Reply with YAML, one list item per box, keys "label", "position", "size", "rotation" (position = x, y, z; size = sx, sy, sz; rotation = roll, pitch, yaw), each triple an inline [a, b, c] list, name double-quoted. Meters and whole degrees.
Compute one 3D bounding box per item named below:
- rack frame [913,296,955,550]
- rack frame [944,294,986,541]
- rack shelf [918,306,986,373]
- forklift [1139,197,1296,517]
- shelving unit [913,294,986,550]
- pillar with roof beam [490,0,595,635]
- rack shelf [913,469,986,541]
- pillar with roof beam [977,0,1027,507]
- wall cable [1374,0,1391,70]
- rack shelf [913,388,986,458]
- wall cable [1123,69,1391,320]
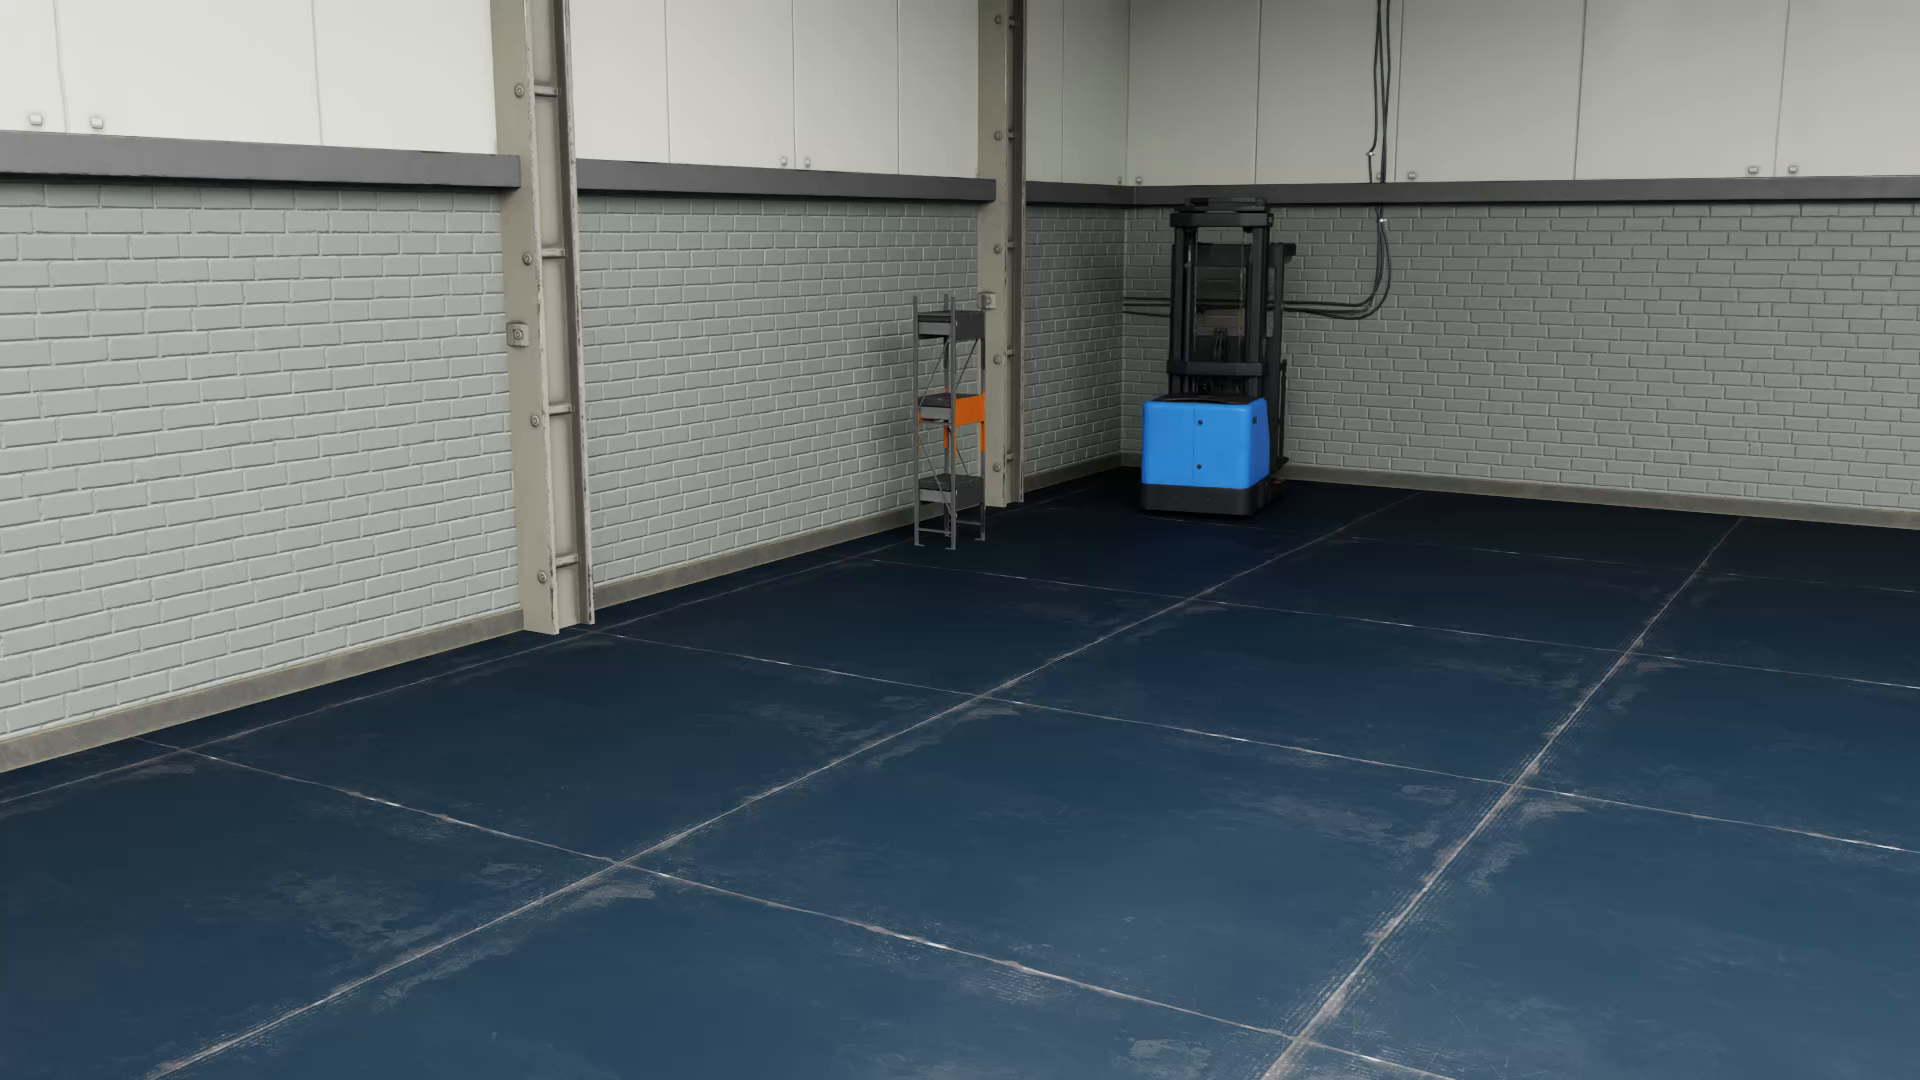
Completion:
- label: "rack frame"
  position: [-0.213, -0.968, 13.831]
  size: [0.400, 2.100, 0.015]
  rotation: [6, 12, 31]
- label: "rack frame"
  position: [0.041, -1.044, 14.241]
  size: [0.400, 2.100, 0.015]
  rotation: [6, 12, 31]
- label: "rack shelf"
  position: [-0.086, -1.681, 13.910]
  size: [0.431, 0.518, 0.480]
  rotation: [6, 12, 31]
- label: "forklift"
  position: [2.676, -1.886, 16.476]
  size: [1.130, 2.935, 3.031]
  rotation: [4, 11, 20]
- label: "shelving unit"
  position: [-0.086, -1.006, 14.036]
  size: [0.431, 2.100, 0.503]
  rotation: [6, 12, 31]
- label: "pillar with roof beam"
  position: [0.959, -3.430, 8.235]
  size: [9.100, 9.000, 0.400]
  rotation: [6, 12, 31]
- label: "rack shelf"
  position: [-0.086, -0.305, 14.168]
  size: [0.431, 0.518, 0.480]
  rotation: [6, 12, 31]
- label: "pillar with roof beam"
  position: [4.074, -4.374, 13.276]
  size: [9.100, 9.000, 0.400]
  rotation: [6, 12, 31]
- label: "wall cable"
  position: [5.367, -5.820, 15.713]
  size: [3.097, 2.526, 0.112]
  rotation: [6, 12, 31]
- label: "rack shelf"
  position: [-0.086, -0.993, 14.039]
  size: [0.431, 0.518, 0.480]
  rotation: [6, 12, 31]
- label: "wall cable"
  position: [3.054, -3.596, 17.558]
  size: [3.097, 2.526, 0.112]
  rotation: [6, 12, 31]
